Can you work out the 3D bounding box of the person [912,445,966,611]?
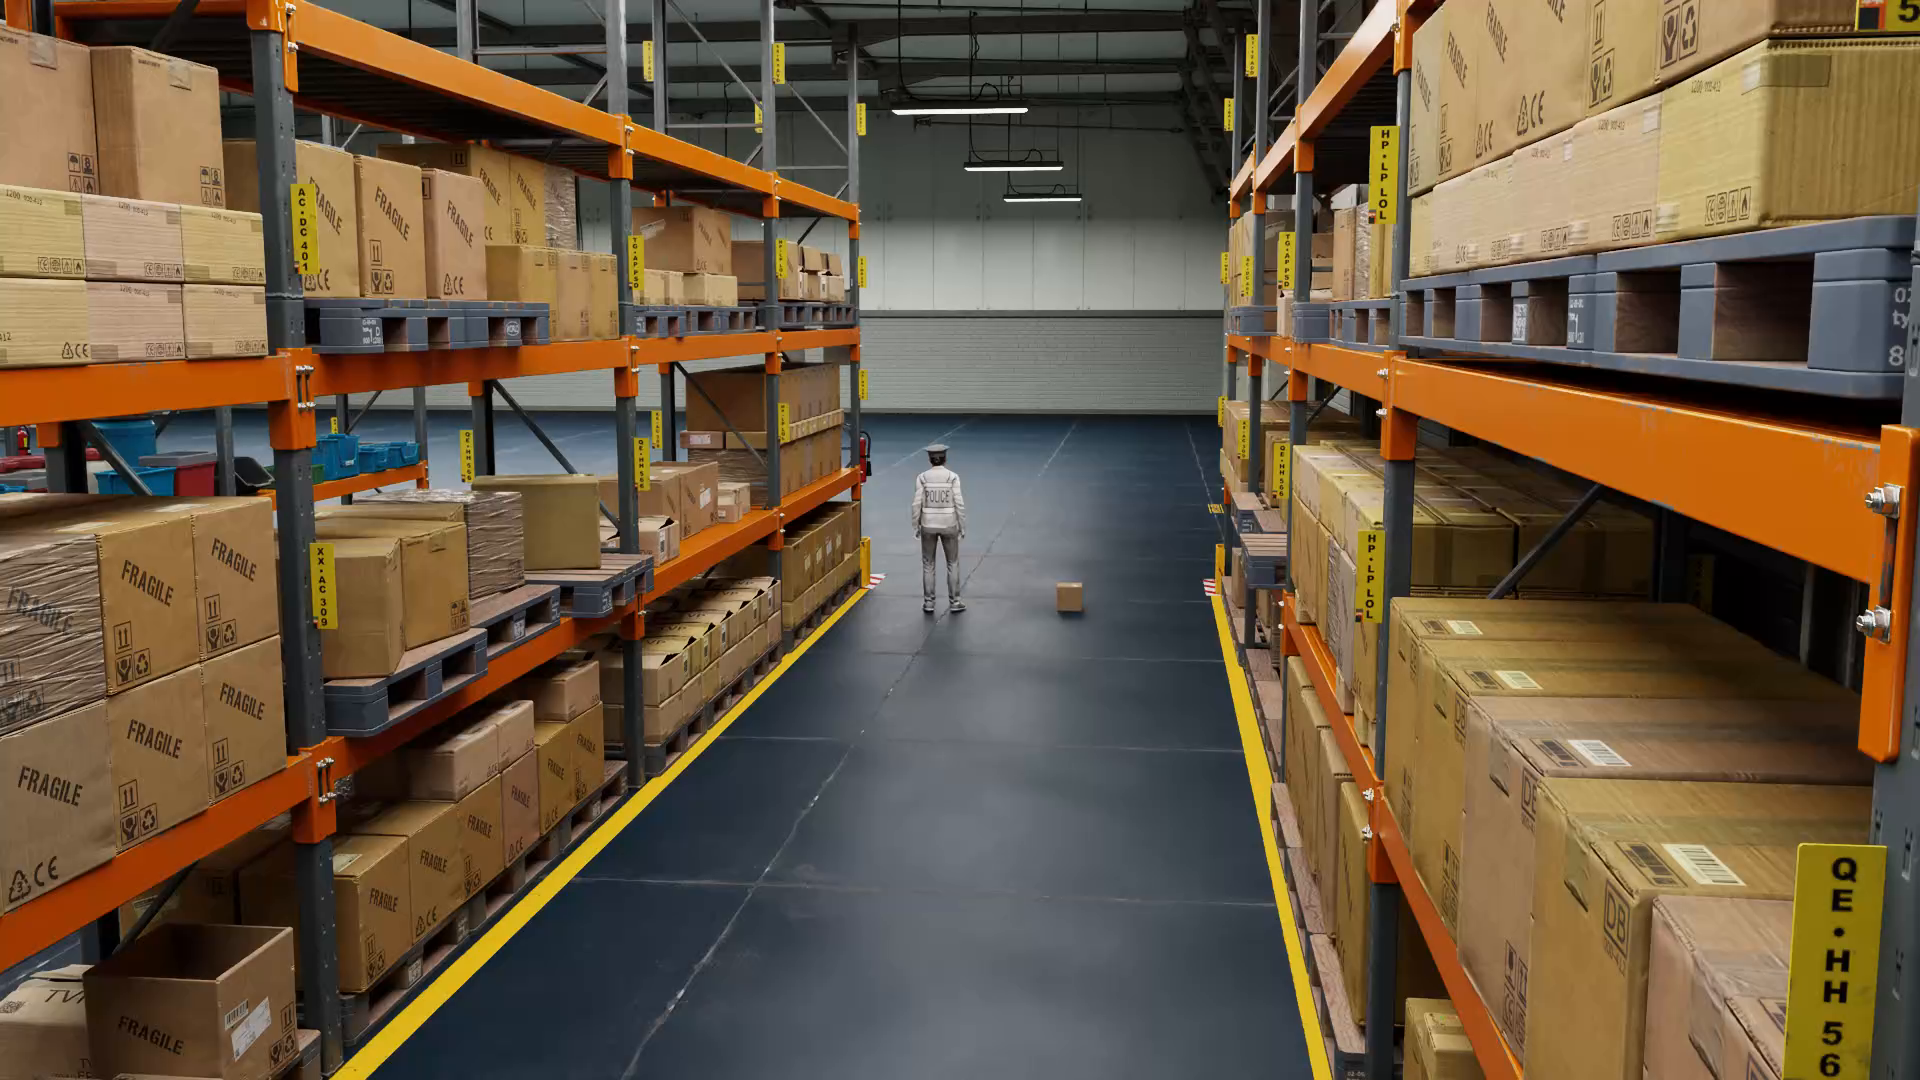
[{"bbox_3d":[-0.209,-0.114,16.631,0.534,1.663,0.379,1,8,5],"label":"person"}]
